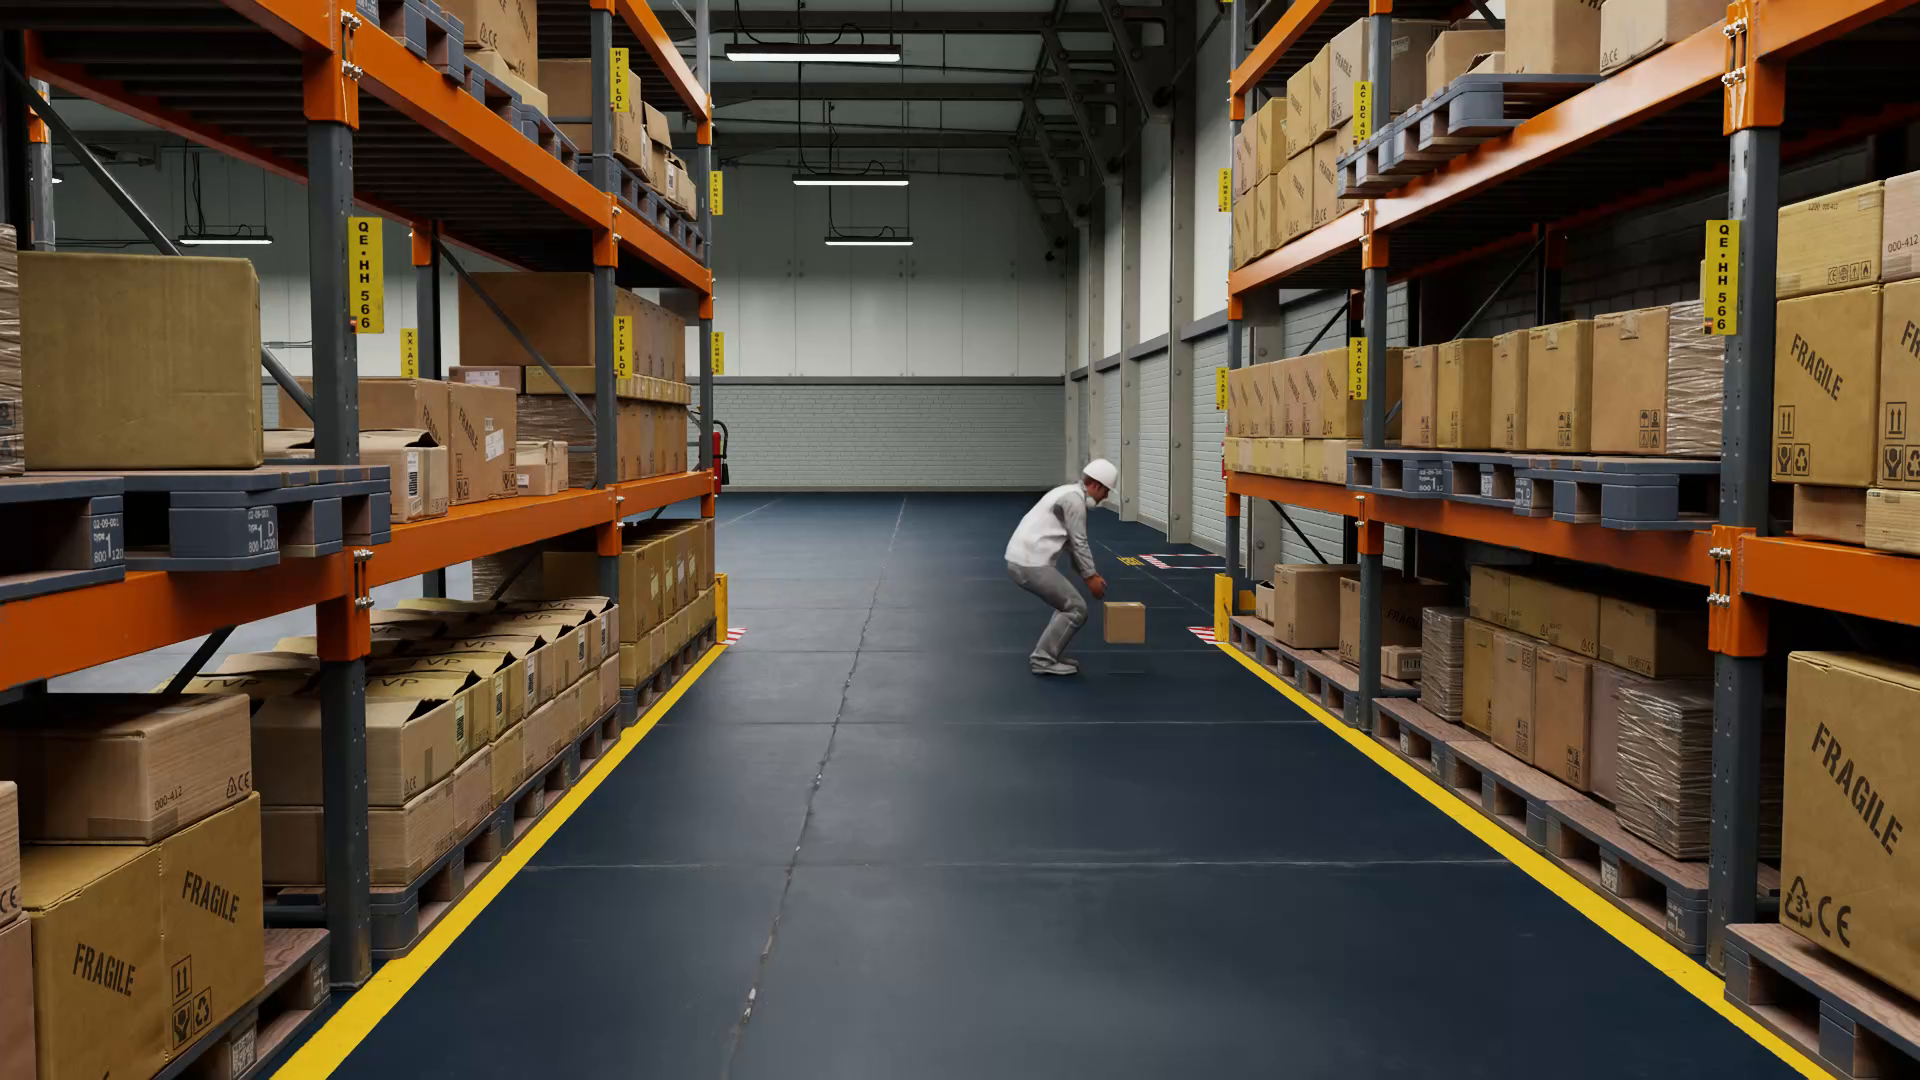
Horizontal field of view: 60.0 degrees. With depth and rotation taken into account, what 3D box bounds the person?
[{"bbox_3d":[0.682,0.171,11.141,0.768,1.422,0.592,0,4,-1],"label":"person"}]
